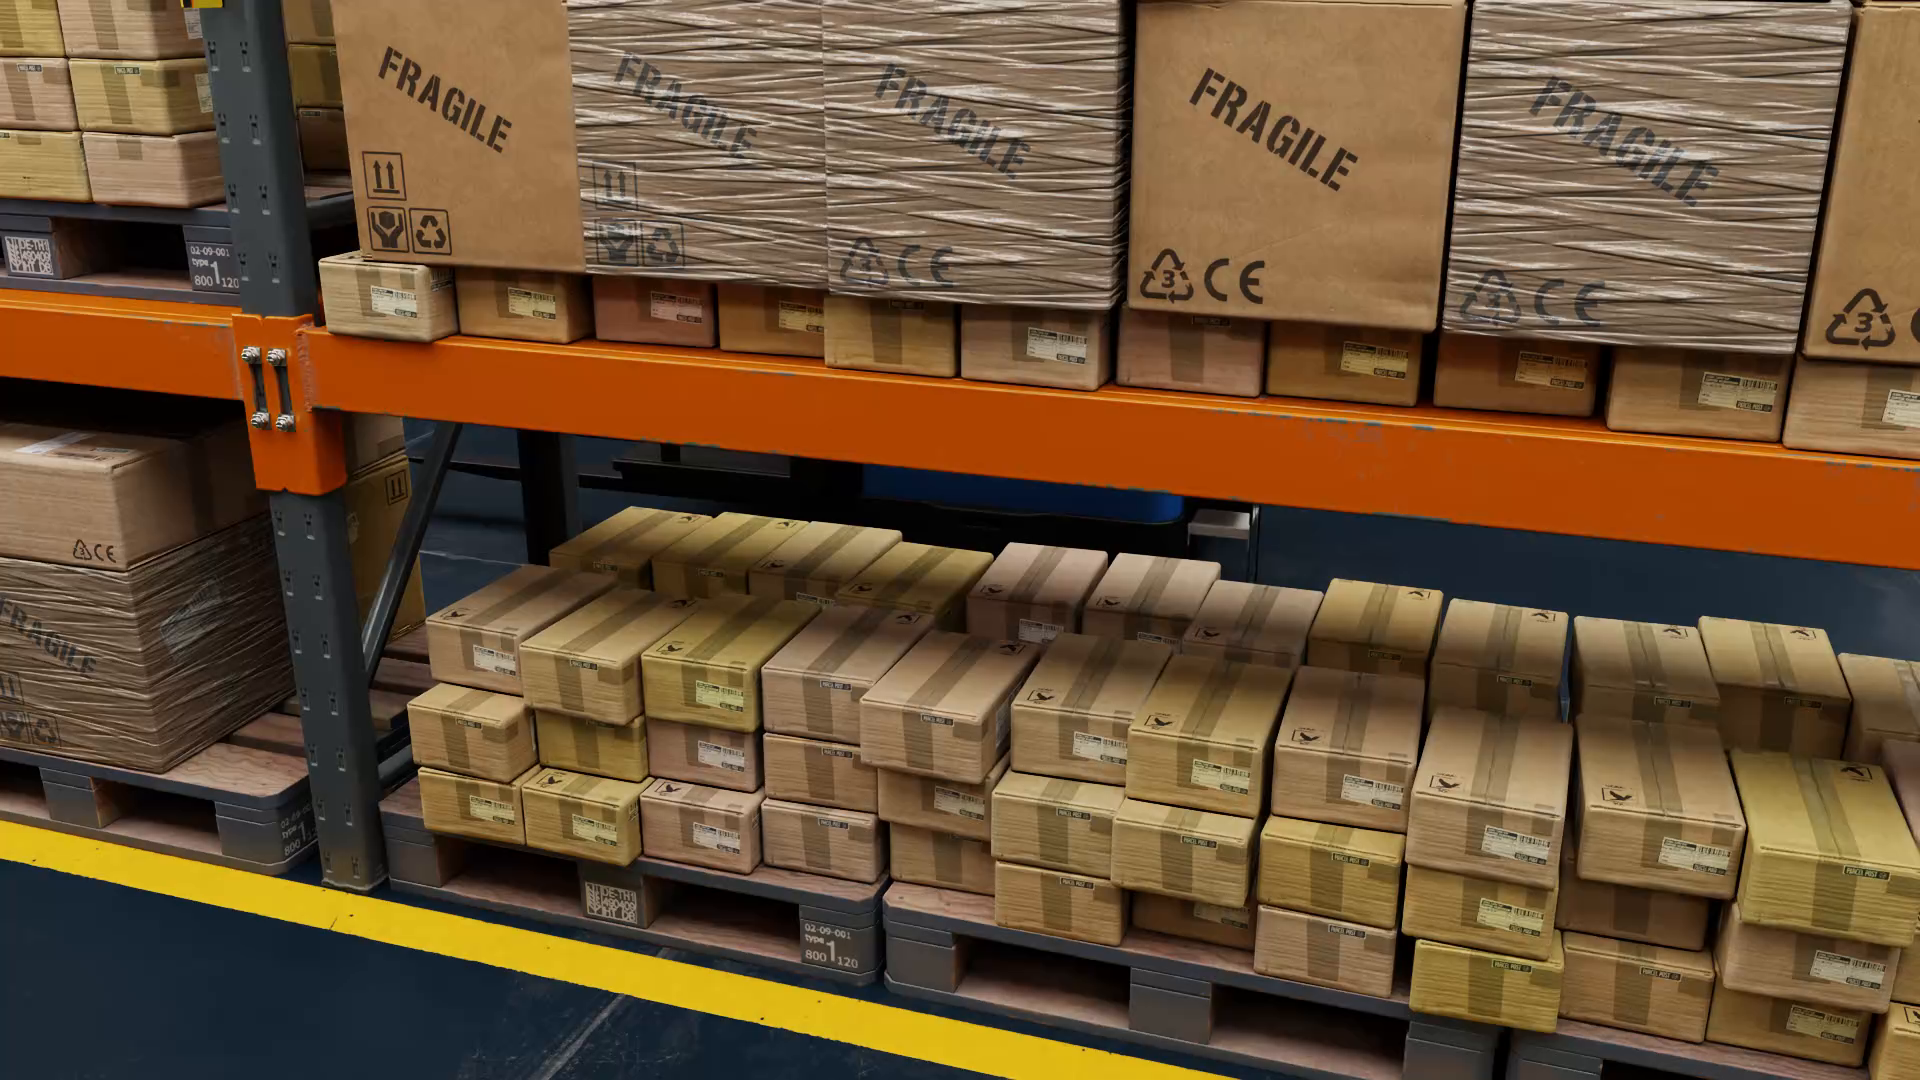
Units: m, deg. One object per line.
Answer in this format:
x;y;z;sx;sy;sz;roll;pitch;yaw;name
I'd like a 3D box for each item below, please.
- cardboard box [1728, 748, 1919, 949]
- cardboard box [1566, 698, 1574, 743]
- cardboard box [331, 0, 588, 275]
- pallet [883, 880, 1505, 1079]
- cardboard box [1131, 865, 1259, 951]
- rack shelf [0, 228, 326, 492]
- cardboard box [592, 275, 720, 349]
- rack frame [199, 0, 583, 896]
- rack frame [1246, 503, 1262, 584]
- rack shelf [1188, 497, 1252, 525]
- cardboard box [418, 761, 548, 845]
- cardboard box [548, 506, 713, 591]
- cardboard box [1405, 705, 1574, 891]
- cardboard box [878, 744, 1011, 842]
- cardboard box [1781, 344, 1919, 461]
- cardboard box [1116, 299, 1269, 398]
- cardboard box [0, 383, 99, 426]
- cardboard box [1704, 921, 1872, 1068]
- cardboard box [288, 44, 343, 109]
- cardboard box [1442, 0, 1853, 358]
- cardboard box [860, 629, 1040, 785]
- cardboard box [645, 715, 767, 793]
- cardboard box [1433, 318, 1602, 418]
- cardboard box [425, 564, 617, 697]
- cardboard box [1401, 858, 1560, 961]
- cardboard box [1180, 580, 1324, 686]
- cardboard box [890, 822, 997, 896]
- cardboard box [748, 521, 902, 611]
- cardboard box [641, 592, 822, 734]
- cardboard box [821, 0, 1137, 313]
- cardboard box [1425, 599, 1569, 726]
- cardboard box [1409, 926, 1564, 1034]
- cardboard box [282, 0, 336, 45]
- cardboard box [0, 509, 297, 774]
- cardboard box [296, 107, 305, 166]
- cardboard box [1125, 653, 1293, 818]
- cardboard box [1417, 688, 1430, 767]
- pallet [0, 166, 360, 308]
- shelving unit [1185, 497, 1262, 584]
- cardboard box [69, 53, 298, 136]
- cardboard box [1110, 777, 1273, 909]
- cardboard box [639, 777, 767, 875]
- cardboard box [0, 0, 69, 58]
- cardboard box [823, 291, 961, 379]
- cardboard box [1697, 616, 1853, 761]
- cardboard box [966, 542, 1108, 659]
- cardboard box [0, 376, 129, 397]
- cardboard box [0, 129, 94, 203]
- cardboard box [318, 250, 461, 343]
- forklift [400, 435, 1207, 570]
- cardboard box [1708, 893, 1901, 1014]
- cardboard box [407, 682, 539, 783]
1.456;0.515;2.832;0.250;0.149;0.380;6;20;17;cardboard box
1.426;0.423;3.547;0.250;0.149;0.380;7;20;20;cardboard box
-0.849;-0.828;3.292;0.500;0.500;0.500;6;20;17;cardboard box
0.568;0.737;3.641;1.213;0.211;1.003;7;20;18;pallet
0.516;0.647;3.357;0.250;0.149;0.380;7;20;20;cardboard box
-3.123;-0.649;4.474;4.000;0.370;1.077;7;20;18;rack shelf
-0.537;-0.504;3.347;0.250;0.149;0.380;6;20;16;cardboard box
-1.234;-0.773;3.735;0.127;3.000;1.000;7;20;18;rack frame
0.970;-0.239;5.395;0.006;0.900;0.240;6;20;17;rack frame
0.873;-0.133;5.465;0.200;0.077;0.258;6;20;17;rack shelf
-0.996;0.515;3.736;0.250;0.149;0.380;6;20;16;cardboard box
-0.813;0.052;4.160;0.250;0.149;0.380;7;20;20;cardboard box
0.960;0.455;3.002;0.250;0.149;0.380;7;21;20;cardboard box
0.020;0.455;3.455;0.250;0.149;0.380;8;21;21;cardboard box
1.430;-0.250;2.619;0.250;0.149;0.380;7;20;20;cardboard box
0.454;-0.380;2.991;0.250;0.149;0.380;7;21;20;cardboard box
-2.502;-0.206;4.131;0.500;0.250;0.500;8;21;21;cardboard box
1.481;0.764;3.021;0.250;0.149;0.380;6;20;18;cardboard box
-1.455;-1.178;4.191;0.250;0.149;0.380;7;20;19;cardboard box
1.068;-0.606;2.653;0.500;0.500;0.500;7;20;18;cardboard box
-0.014;0.330;3.361;0.250;0.149;0.380;7;20;19;cardboard box
-0.486;0.388;3.647;0.250;0.149;0.380;6;20;18;cardboard box
0.956;-0.336;2.864;0.250;0.149;0.380;6;20;16;cardboard box
-0.977;0.196;3.746;0.250;0.149;0.380;7;21;20;cardboard box
0.967;0.591;3.064;0.250;0.149;0.380;7;20;19;cardboard box
0.642;0.231;3.646;0.250;0.149;0.380;7;20;18;cardboard box
0.029;0.584;3.537;0.250;0.149;0.380;6;20;16;cardboard box
-0.321;0.092;4.045;0.250;0.149;0.380;6;20;18;cardboard box
-0.481;0.256;3.573;0.250;0.149;0.380;6;20;17;cardboard box
0.085;-0.712;2.957;0.500;0.500;0.500;6;20;17;cardboard box
1.145;0.271;3.531;0.250;0.149;0.380;7;21;20;cardboard box
0.982;0.733;3.109;0.250;0.149;0.380;6;20;16;cardboard box
-1.455;-1.319;4.142;0.250;0.149;0.380;8;21;21;cardboard box
-2.016;0.208;4.082;0.500;0.500;0.500;6;20;17;cardboard box
-1.719;-1.066;4.321;0.250;0.149;0.380;7;20;19;cardboard box
0.491;0.373;3.239;0.250;0.149;0.380;7;20;18;cardboard box
0.875;0.407;3.591;0.250;0.149;0.380;8;21;21;cardboard box
-1.908;-0.810;4.134;1.213;0.211;1.003;7;20;18;pallet
0.873;-0.249;5.424;0.210;0.900;0.258;6;20;17;shelving unit
-1.675;-0.974;3.606;0.250;0.149;0.380;7;20;20;cardboard box
0.462;0.537;3.221;0.250;0.149;0.380;7;20;19;cardboard box
-0.492;0.554;3.623;0.250;0.149;0.380;6;20;18;cardboard box
-1.932;-1.145;3.643;0.250;0.149;0.380;6;20;16;cardboard box
-0.065;-0.426;3.122;0.250;0.149;0.380;7;20;19;cardboard box
1.665;0.305;3.434;0.250;0.149;0.380;6;20;18;cardboard box
0.185;0.145;3.893;0.250;0.149;0.380;6;20;15;cardboard box
-2.349;-0.363;4.582;0.500;0.250;0.500;7;20;20;cardboard box
-1.920;-0.861;3.734;0.250;0.149;0.380;7;20;18;cardboard box
-1.074;-0.522;3.397;0.250;0.149;0.380;7;21;20;cardboard box
-0.601;-1.447;5.773;3.031;2.935;1.130;6;20;17;forklift
1.461;0.643;2.915;0.250;0.149;0.380;6;20;16;cardboard box
-0.997;0.374;3.689;0.250;0.149;0.380;8;21;21;cardboard box
